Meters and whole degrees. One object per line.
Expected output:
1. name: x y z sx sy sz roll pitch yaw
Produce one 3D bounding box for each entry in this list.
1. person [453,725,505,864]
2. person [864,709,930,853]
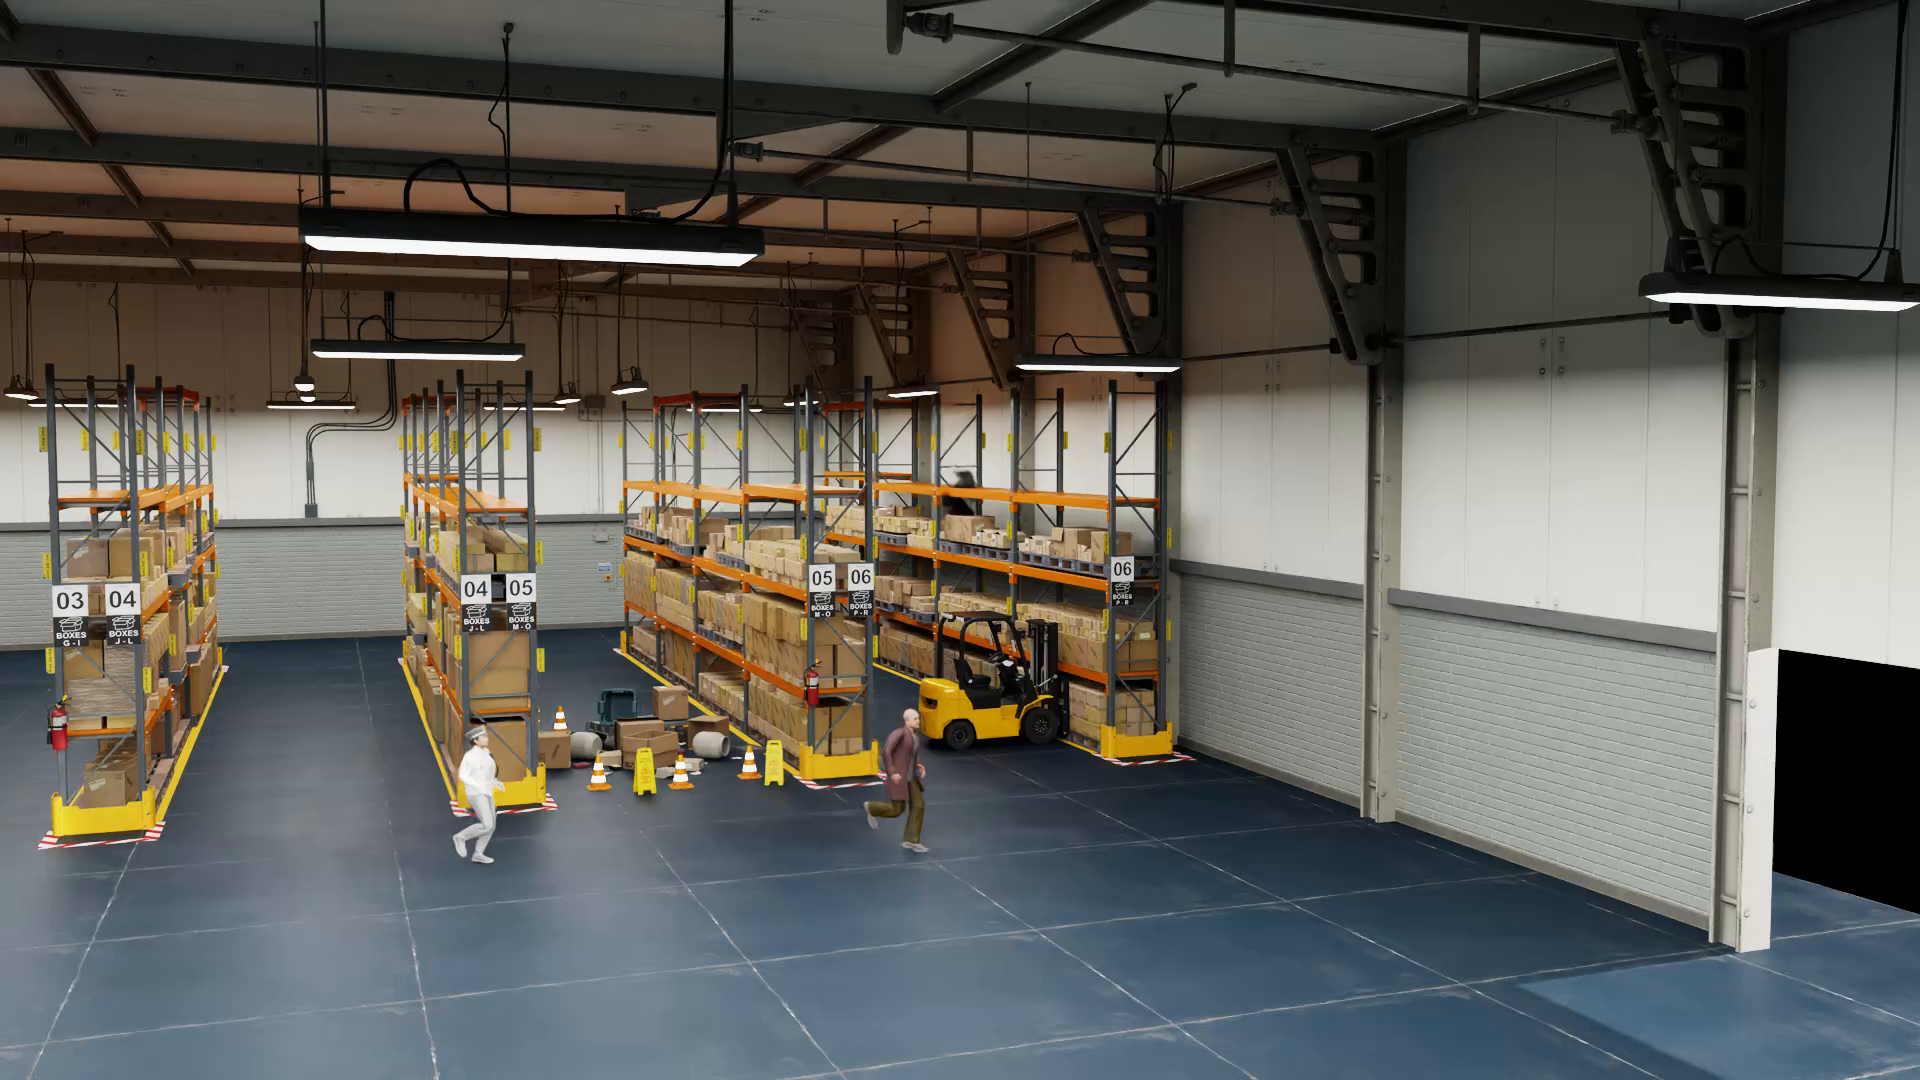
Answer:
1. person: -5.738 3.017 19.801 0.543 1.652 0.601 1 3 10
2. person: -0.760 2.952 20.557 0.938 1.759 0.718 2 4 33
